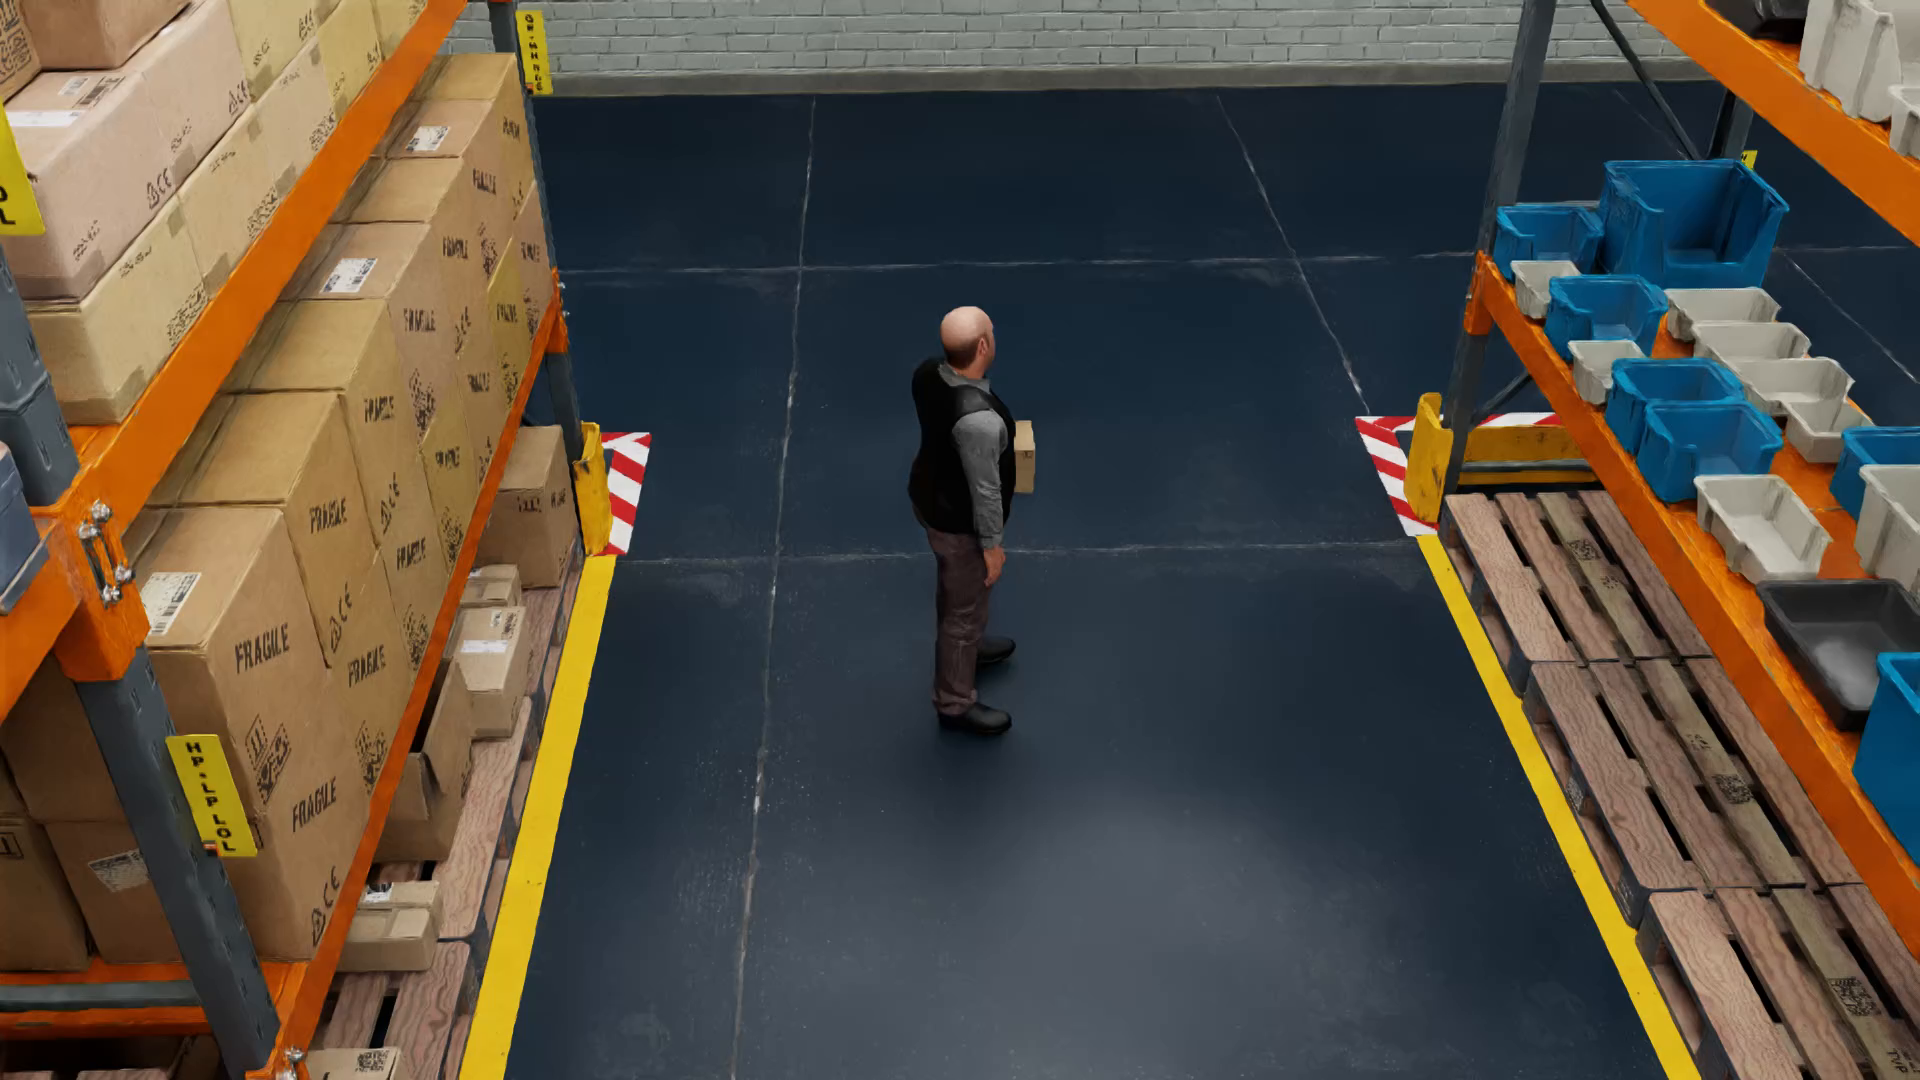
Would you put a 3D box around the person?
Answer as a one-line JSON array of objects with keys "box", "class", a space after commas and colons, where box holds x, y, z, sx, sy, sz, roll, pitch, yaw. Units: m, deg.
[{"box": [0.063, -0.099, 6.260, 0.470, 1.730, 0.588, -13, 37, -17], "class": "person"}]
